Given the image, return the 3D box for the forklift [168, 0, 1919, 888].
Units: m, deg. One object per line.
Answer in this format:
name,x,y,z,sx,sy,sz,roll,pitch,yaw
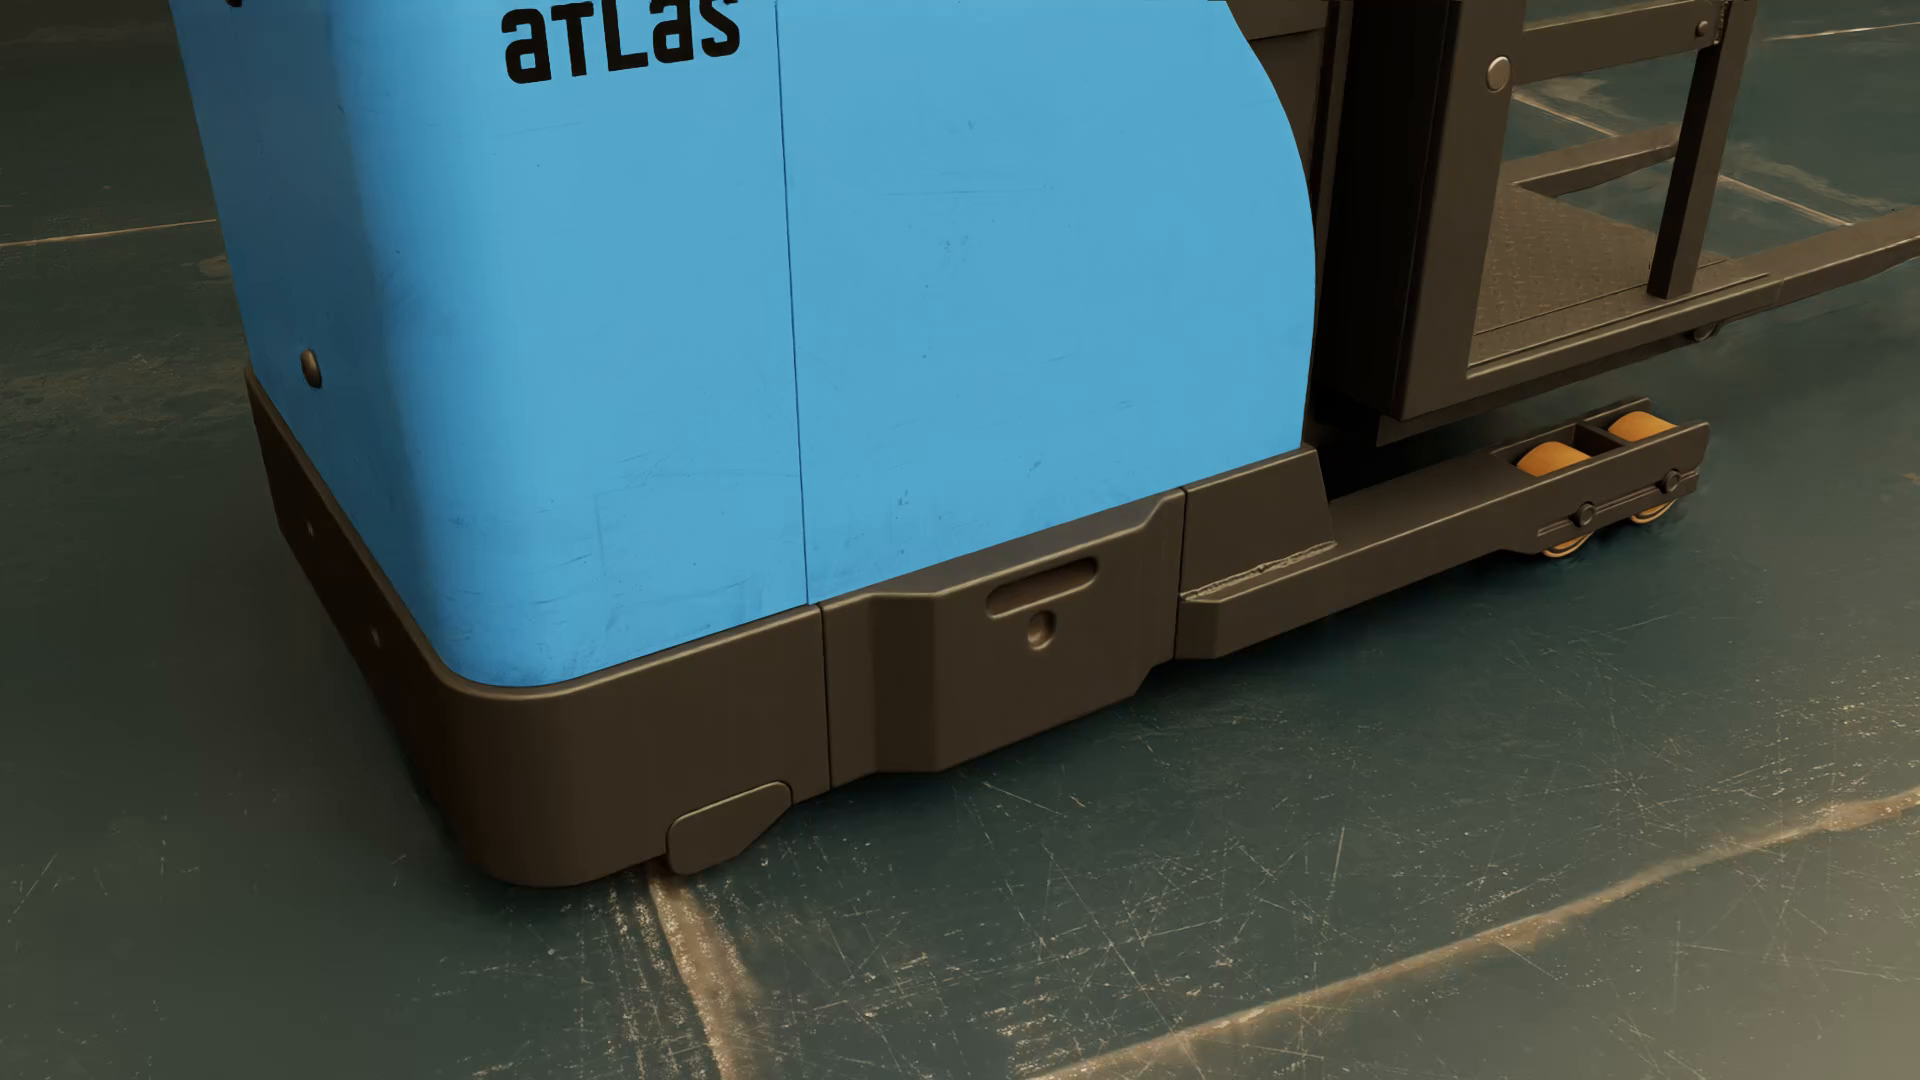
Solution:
forklift,0.532,-1.451,2.086,3.031,2.935,1.130,-17,34,-28
